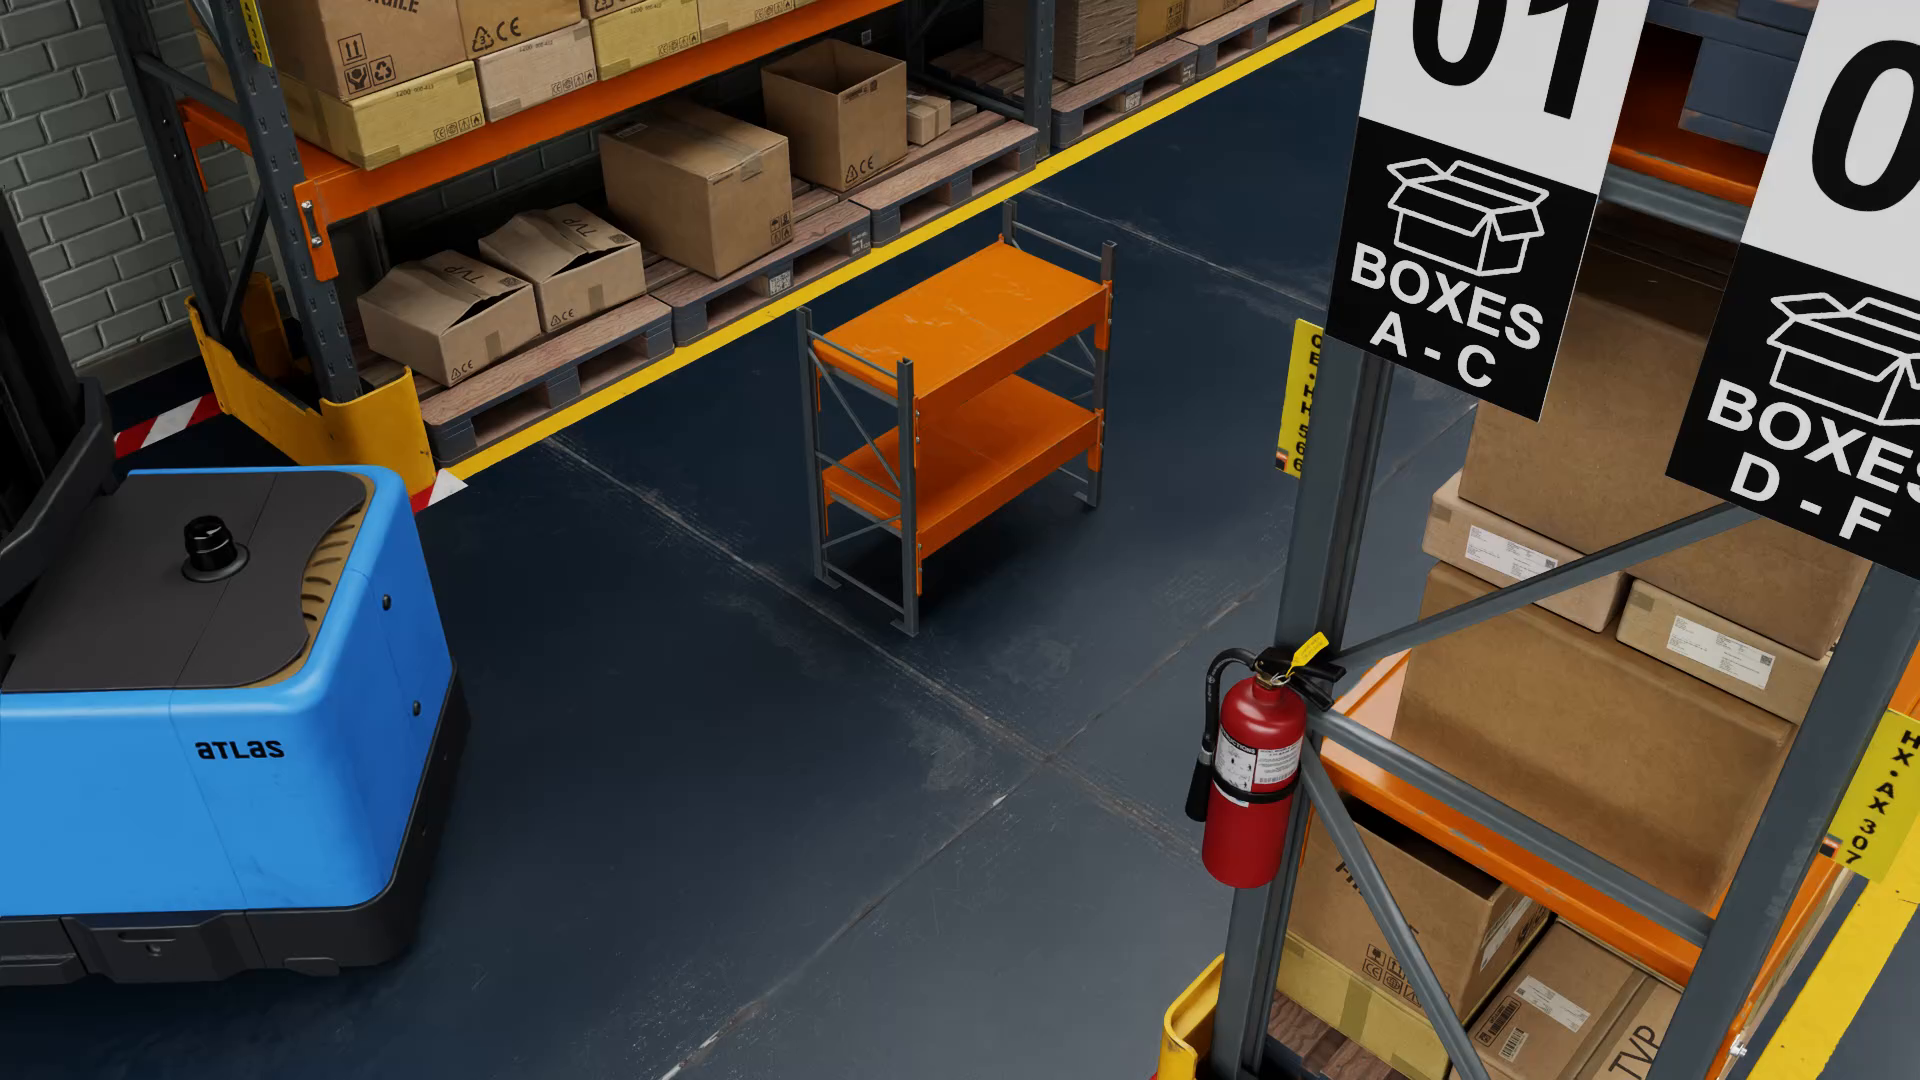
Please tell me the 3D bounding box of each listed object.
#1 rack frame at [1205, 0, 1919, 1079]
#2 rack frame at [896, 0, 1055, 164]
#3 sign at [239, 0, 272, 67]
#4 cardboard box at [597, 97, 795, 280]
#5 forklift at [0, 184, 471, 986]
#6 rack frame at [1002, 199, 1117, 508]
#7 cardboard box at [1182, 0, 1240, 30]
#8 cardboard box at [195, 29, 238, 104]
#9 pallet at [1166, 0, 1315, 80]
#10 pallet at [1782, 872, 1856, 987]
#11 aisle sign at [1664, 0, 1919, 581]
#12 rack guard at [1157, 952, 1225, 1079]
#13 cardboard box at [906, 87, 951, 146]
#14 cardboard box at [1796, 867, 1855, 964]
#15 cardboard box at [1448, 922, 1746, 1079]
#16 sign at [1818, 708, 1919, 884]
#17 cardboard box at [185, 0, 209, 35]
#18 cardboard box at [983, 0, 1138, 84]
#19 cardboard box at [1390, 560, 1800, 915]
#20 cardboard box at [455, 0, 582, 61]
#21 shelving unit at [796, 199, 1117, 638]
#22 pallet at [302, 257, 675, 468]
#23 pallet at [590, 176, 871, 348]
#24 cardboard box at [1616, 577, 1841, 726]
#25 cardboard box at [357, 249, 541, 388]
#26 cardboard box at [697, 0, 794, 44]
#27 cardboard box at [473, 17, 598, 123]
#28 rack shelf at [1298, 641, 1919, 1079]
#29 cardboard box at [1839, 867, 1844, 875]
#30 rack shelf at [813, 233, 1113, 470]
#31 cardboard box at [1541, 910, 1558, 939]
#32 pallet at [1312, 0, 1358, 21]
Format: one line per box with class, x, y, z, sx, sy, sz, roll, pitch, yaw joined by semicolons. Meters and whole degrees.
rack frame;1.024;0.533;3.169;0.949;2.616;0.053;30;47;32
rack frame;0.066;-3.381;8.092;1.000;3.000;0.127;30;47;32
sign;-2.232;-1.655;5.225;0.100;0.325;0.005;30;47;32
cardboard box;-1.183;-1.595;7.501;0.700;0.500;0.500;27;46;29
forklift;-3.083;-0.199;4.145;3.031;2.935;1.130;-1;39;-2
rack frame;0.348;-0.677;6.198;0.500;1.125;0.032;30;47;32
cardboard box;1.236;-3.396;9.766;0.700;0.500;0.500;30;47;32
cardboard box;-2.460;-1.789;6.194;0.500;0.250;0.500;30;48;32
pallet;1.413;-3.211;10.119;1.003;0.211;1.213;30;47;32
pallet;2.335;0.699;5.201;1.003;0.211;1.213;30;47;32
aisle sign;1.208;-0.324;2.159;0.394;0.787;0.004;30;47;32
rack guard;1.010;1.524;3.932;1.175;0.500;0.348;30;47;32
cardboard box;-0.273;-2.186;8.512;0.380;0.166;0.250;23;44;27
cardboard box;2.225;0.833;4.664;0.500;0.250;0.500;30;47;32
cardboard box;1.552;1.294;4.085;0.500;0.250;0.500;30;47;32
sign;1.432;0.401;2.577;0.100;0.325;0.005;30;47;32
cardboard box;-2.472;-2.092;5.973;0.500;0.500;0.500;29;47;31
cardboard box;0.550;-2.920;9.167;0.700;0.500;0.500;31;48;33
cardboard box;1.351;0.286;3.399;0.700;0.500;0.500;30;47;32
cardboard box;-1.748;-2.102;5.986;0.500;0.500;0.500;30;47;32
shelving unit;0.005;-0.443;5.904;0.538;1.125;1.048;30;47;32
pallet;-2.007;-0.845;7.144;1.003;0.211;1.213;30;47;32
pallet;-1.184;-1.403;7.845;1.003;0.211;1.213;30;47;32
cardboard box;1.450;0.152;3.048;0.380;0.149;0.250;29;47;32
cardboard box;-2.099;-0.943;6.833;0.500;0.311;0.500;24;44;27
cardboard box;-1.038;-2.291;6.825;0.500;0.250;0.500;30;47;32
cardboard box;-1.729;-1.828;6.243;0.500;0.250;0.500;28;46;31
rack shelf;2.376;-0.103;4.547;1.077;0.370;4.000;30;47;32
cardboard box;2.216;0.534;4.437;0.500;0.500;0.500;30;47;32
rack shelf;0.005;-0.672;5.722;0.538;0.278;1.000;30;47;32
cardboard box;1.499;0.841;4.654;0.500;0.250;0.500;30;47;32
pallet;2.236;-3.769;10.820;1.003;0.211;1.213;30;47;32
